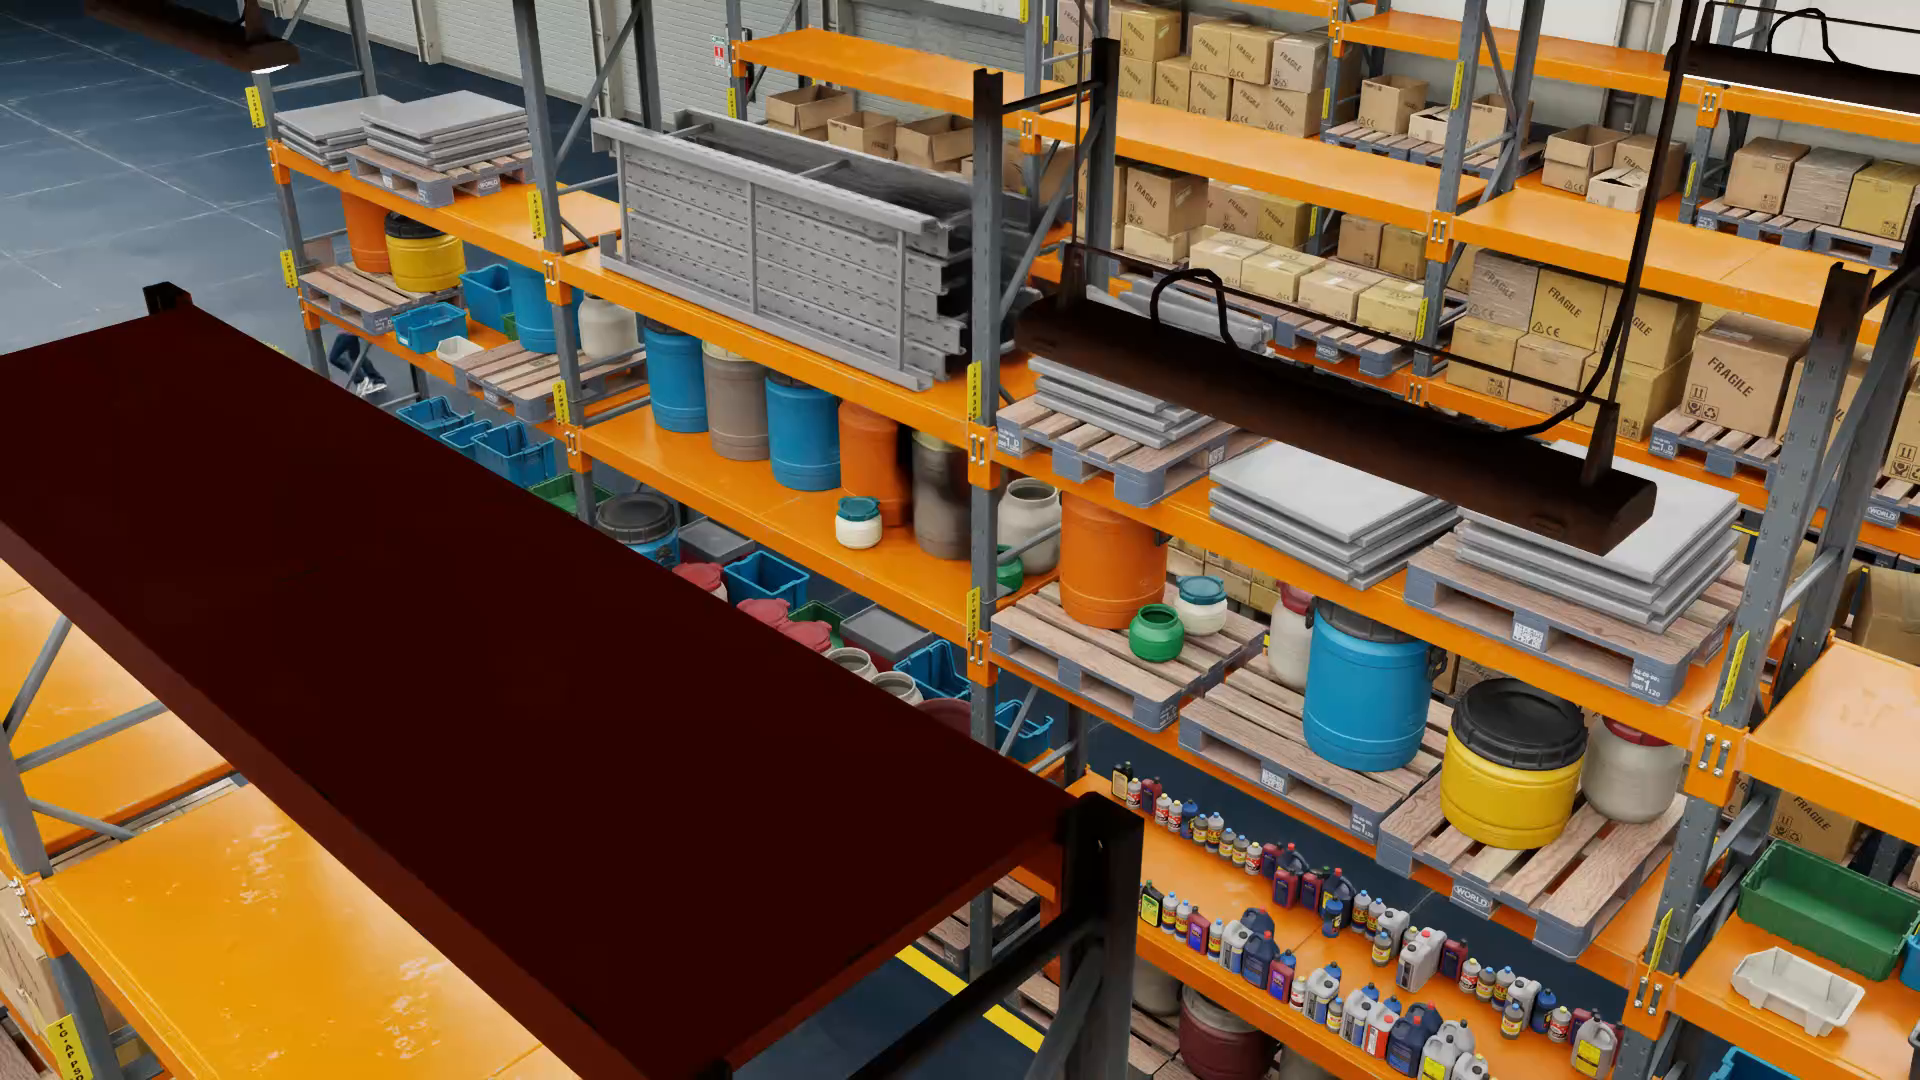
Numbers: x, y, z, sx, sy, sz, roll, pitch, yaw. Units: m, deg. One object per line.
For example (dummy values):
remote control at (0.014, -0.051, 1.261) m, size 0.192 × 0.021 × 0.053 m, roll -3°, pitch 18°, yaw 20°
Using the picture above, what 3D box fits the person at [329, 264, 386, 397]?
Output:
person at (-6.943, -2.359, 18.808) m, size 0.639 × 1.578 × 0.509 m, roll -12°, pitch 32°, yaw -20°

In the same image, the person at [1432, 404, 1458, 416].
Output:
person at (4.406, -0.603, 15.554) m, size 0.607 × 1.722 × 0.657 m, roll 20°, pitch 35°, yaw 32°
